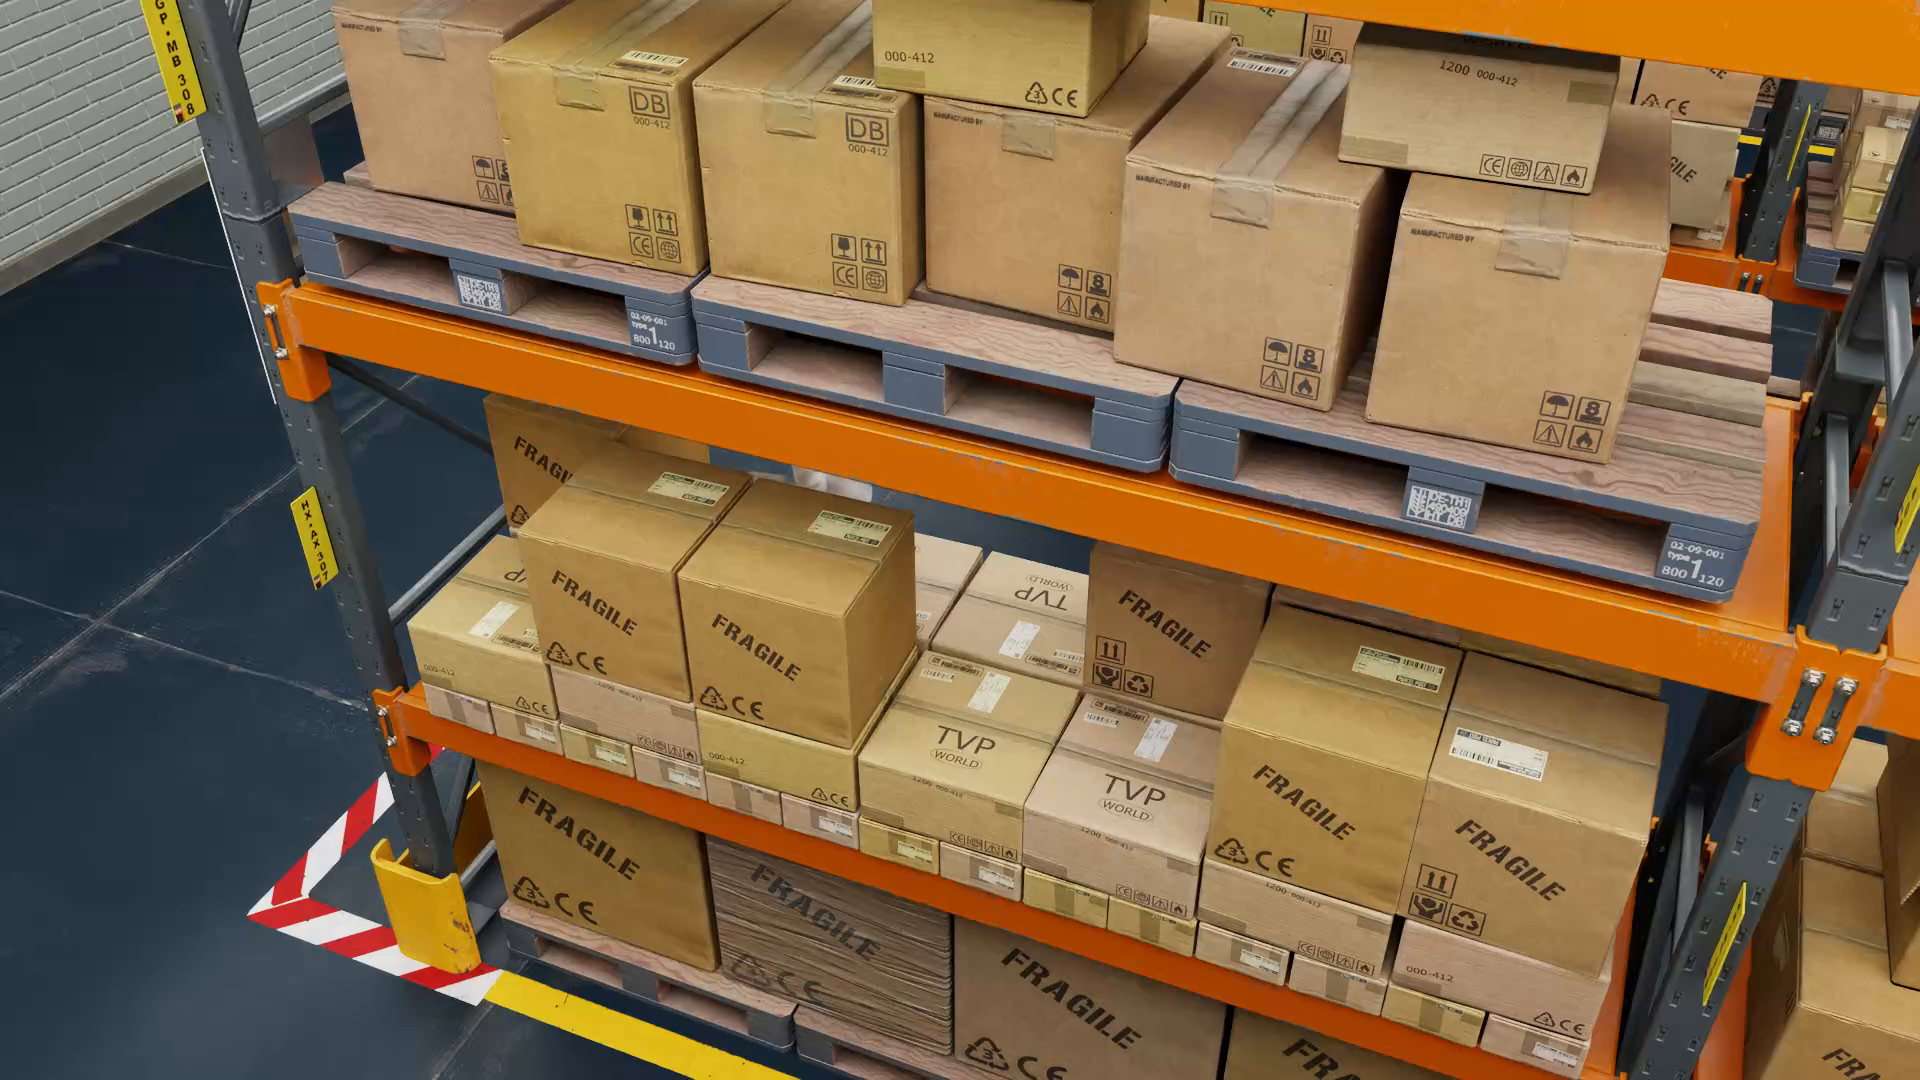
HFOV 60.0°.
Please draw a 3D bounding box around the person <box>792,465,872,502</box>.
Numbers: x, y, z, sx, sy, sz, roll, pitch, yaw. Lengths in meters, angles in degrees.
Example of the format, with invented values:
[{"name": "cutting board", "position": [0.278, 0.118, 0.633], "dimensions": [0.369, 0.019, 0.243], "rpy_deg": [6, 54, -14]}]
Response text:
[{"name": "person", "position": [-0.588, -0.141, 7.023], "dimensions": [0.418, 1.772, 0.642], "rpy_deg": [12, 39, 15]}]
